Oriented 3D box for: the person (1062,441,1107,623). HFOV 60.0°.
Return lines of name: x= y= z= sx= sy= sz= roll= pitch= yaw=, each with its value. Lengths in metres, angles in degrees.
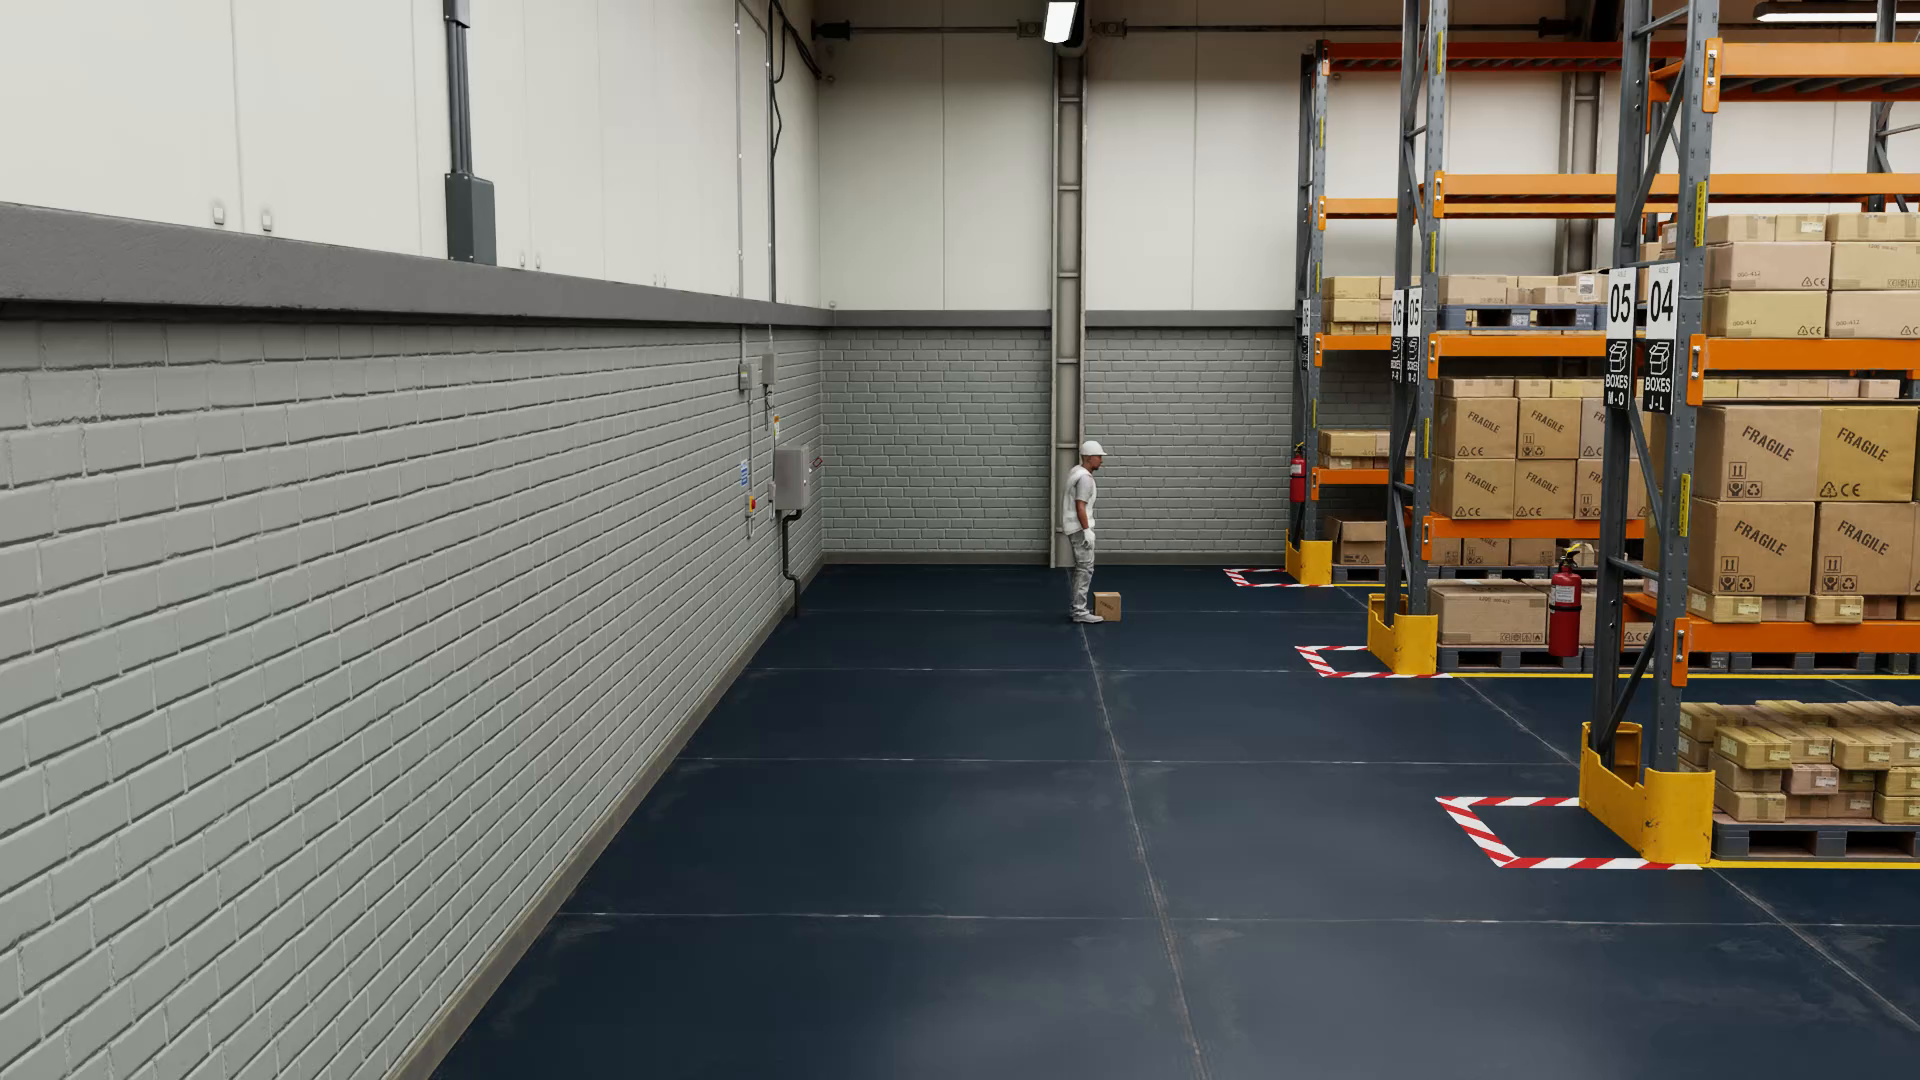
person: x=1.229 y=-0.091 z=16.446 sx=0.446 sy=1.775 sz=0.619 roll=0 pitch=7 yaw=2
